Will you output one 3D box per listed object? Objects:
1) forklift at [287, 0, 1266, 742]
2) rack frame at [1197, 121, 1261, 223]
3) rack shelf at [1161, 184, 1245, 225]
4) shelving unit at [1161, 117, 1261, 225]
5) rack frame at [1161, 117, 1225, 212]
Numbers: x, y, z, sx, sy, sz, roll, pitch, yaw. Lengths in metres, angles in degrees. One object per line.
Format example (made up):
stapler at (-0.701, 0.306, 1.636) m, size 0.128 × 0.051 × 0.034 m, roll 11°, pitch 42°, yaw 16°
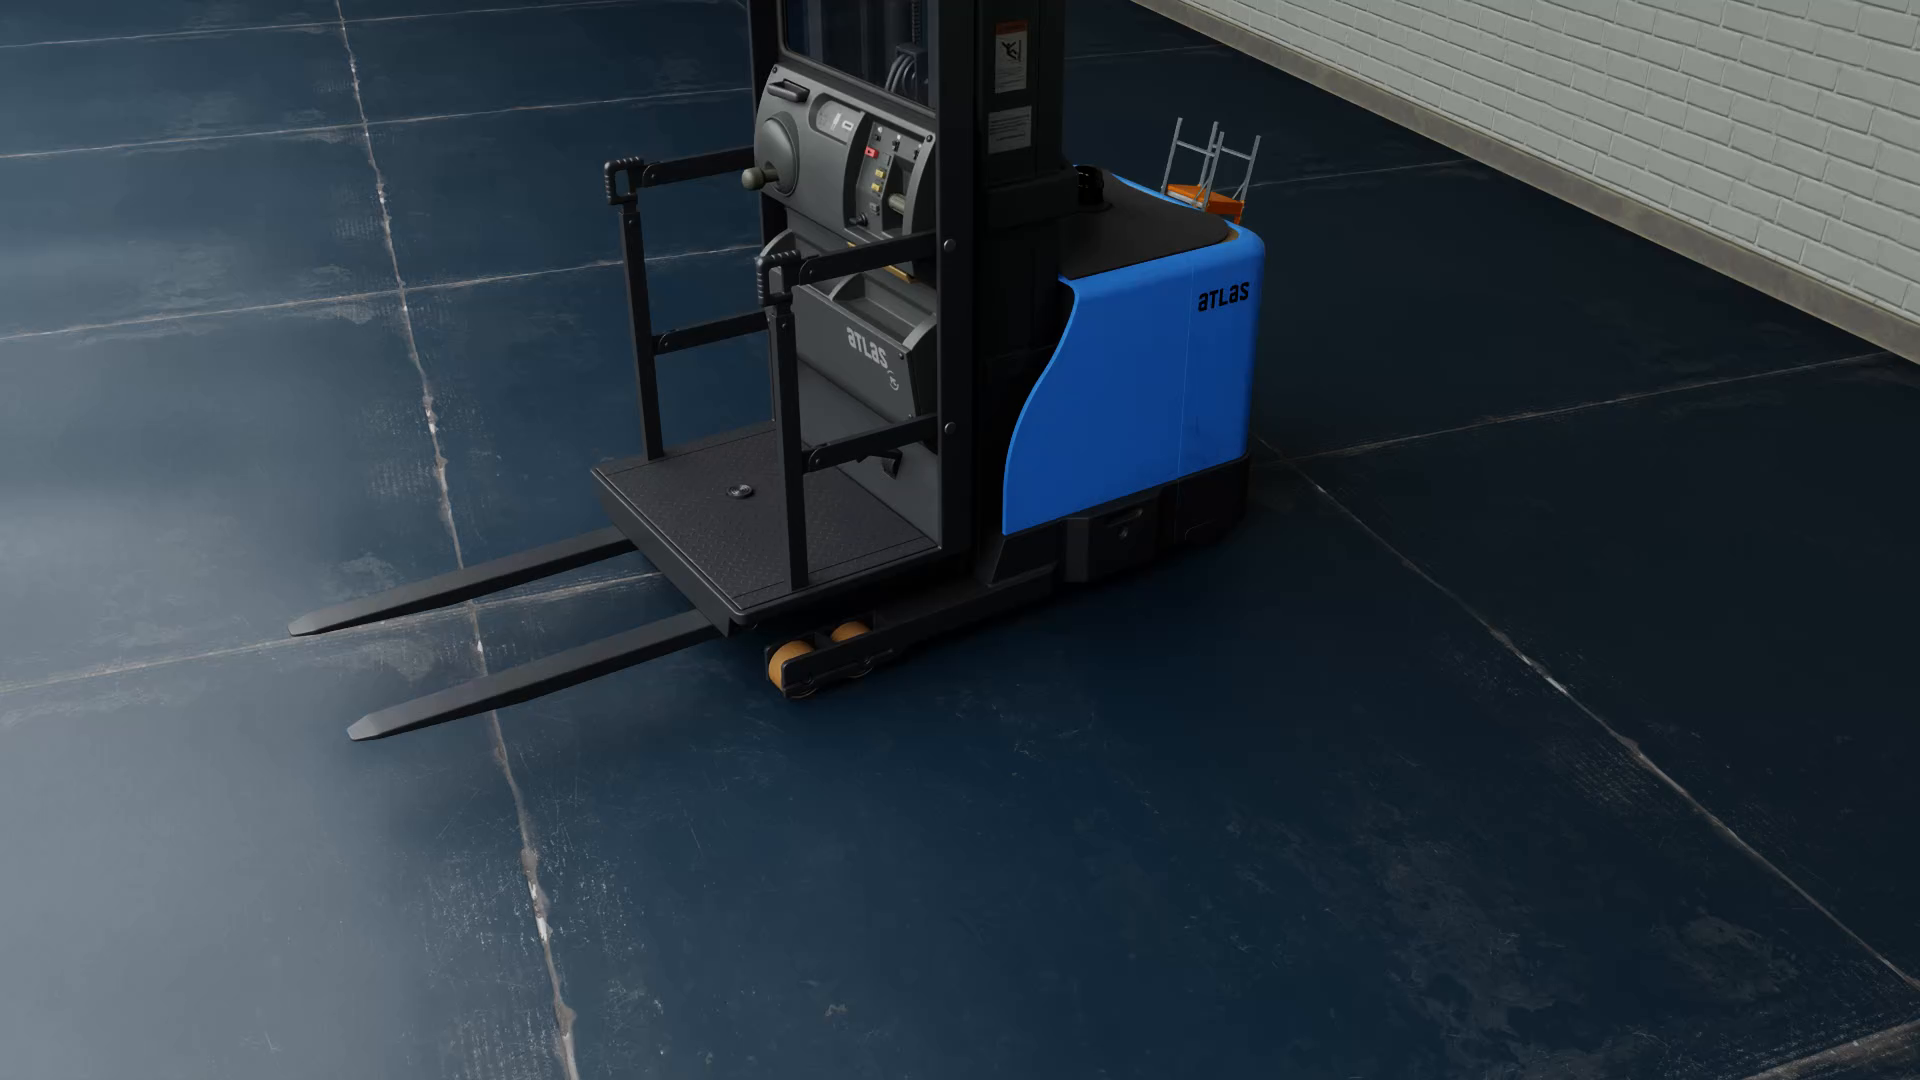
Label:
forklift at (-0.520, -1.103, 4.726) m, size 3.031 × 2.935 × 1.130 m, roll -18°, pitch 34°, yaw -29°
rack frame at (0.886, -0.934, 6.208) m, size 0.006 × 1.200 × 0.240 m, roll -5°, pitch 27°, yaw -37°
rack shelf at (0.873, -1.215, 6.038) m, size 0.180 × 0.103 × 0.258 m, roll -5°, pitch 27°, yaw -37°
shelving unit at (0.813, -0.927, 6.153) m, size 0.189 × 1.200 × 0.258 m, roll -5°, pitch 27°, yaw -37°
rack frame at (0.741, -0.921, 6.099) m, size 0.006 × 1.200 × 0.240 m, roll -5°, pitch 27°, yaw -37°
